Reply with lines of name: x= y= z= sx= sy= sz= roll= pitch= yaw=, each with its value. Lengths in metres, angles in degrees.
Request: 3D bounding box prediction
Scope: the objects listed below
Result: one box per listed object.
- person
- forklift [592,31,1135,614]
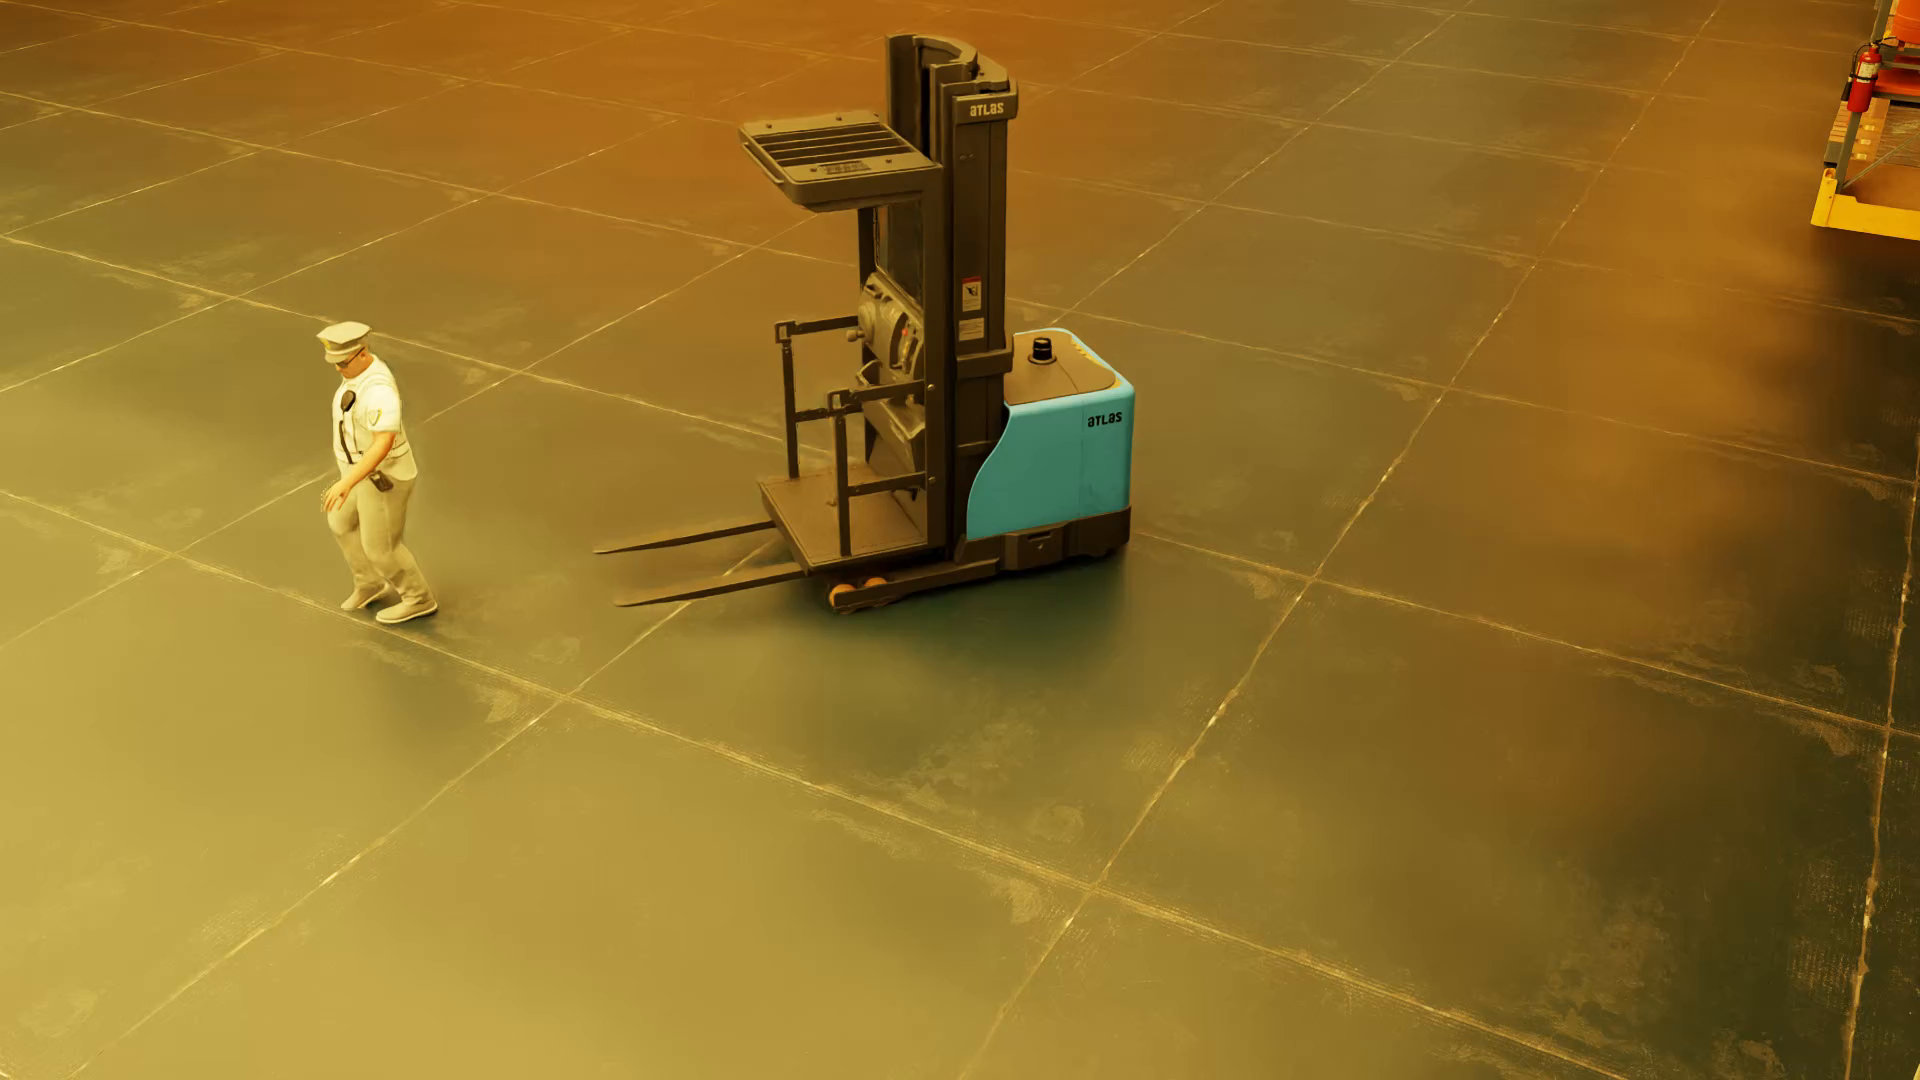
person: x=-3.179 y=-0.310 z=8.885 sx=0.535 sy=1.785 sz=0.962 roll=-14 pitch=33 yaw=-22
forklift: x=-0.567 y=-1.154 z=9.070 sx=3.031 sy=2.935 sz=1.130 roll=-11 pitch=32 yaw=-19
